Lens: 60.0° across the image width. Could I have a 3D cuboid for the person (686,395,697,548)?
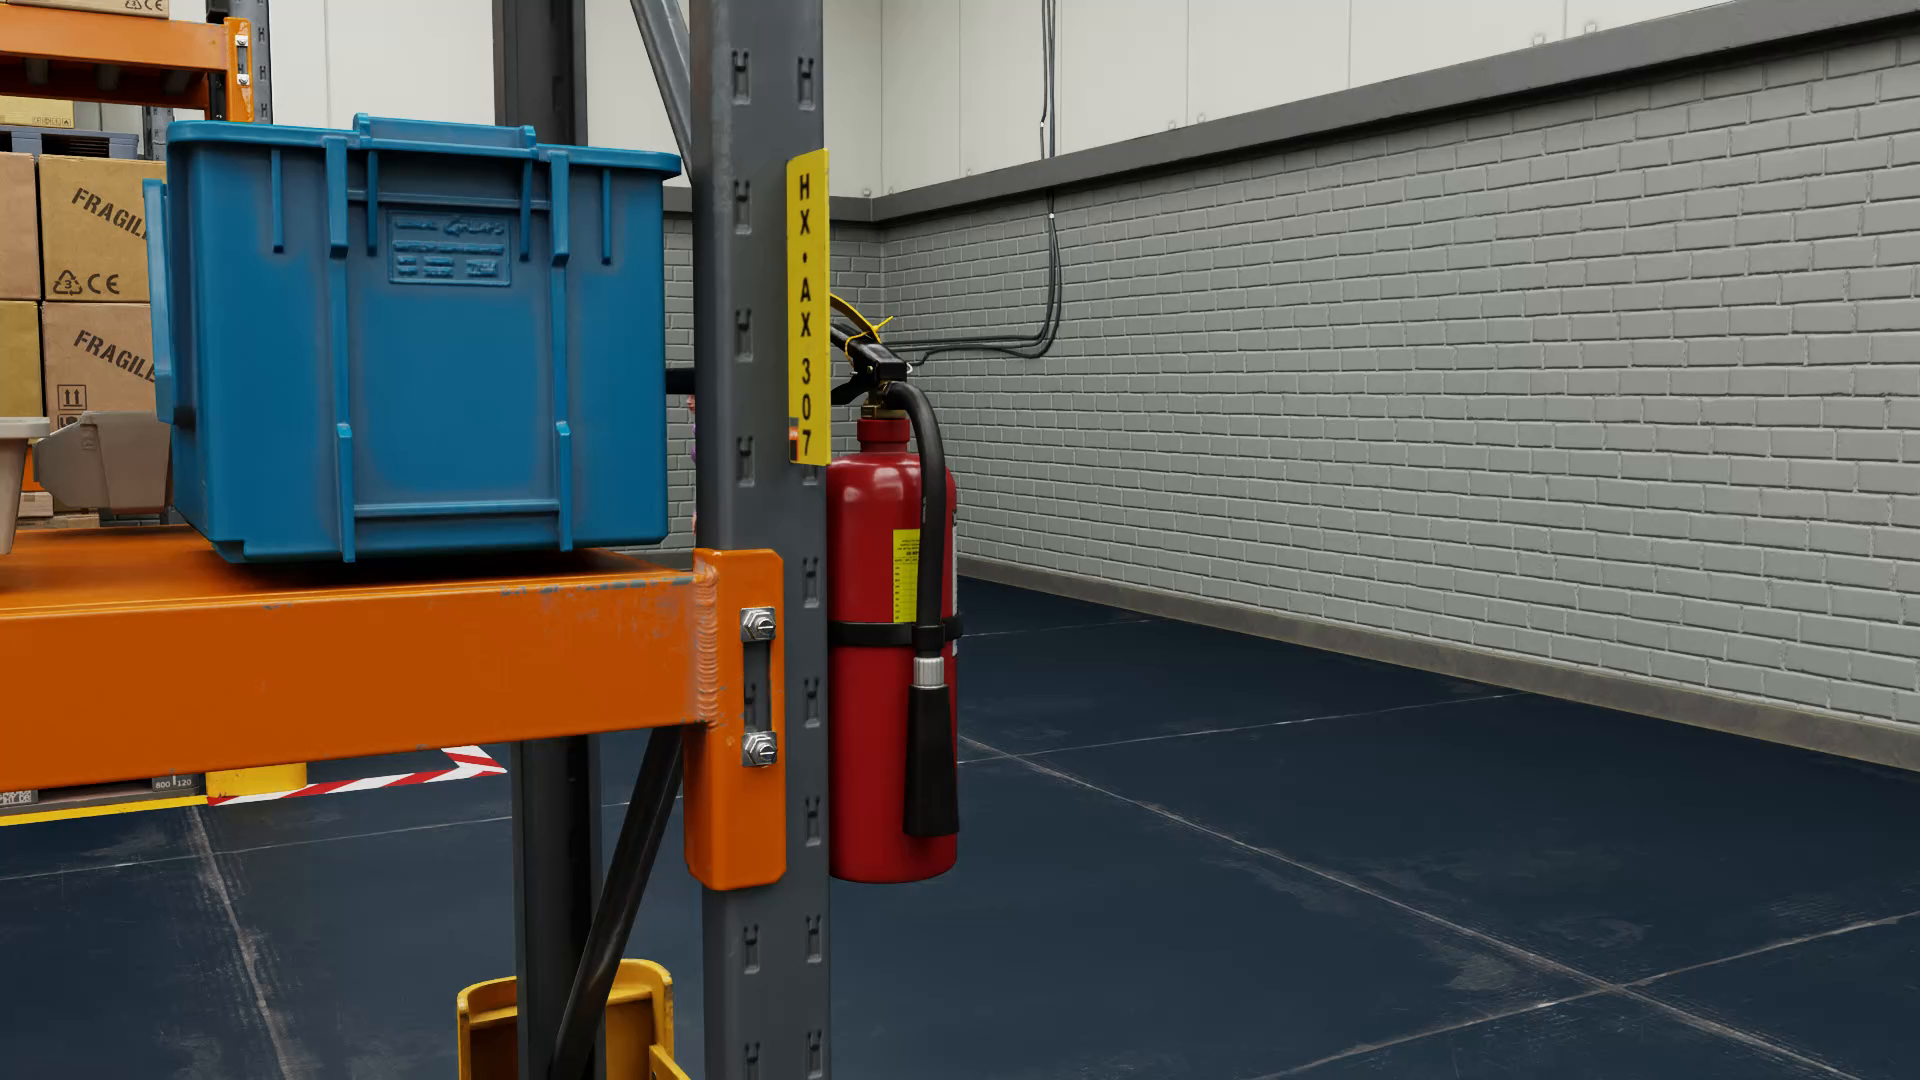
[{"bbox_3d":[-1.283,-0.098,8.795,0.350,1.593,0.472,-3,6,-30],"label":"person"}]
